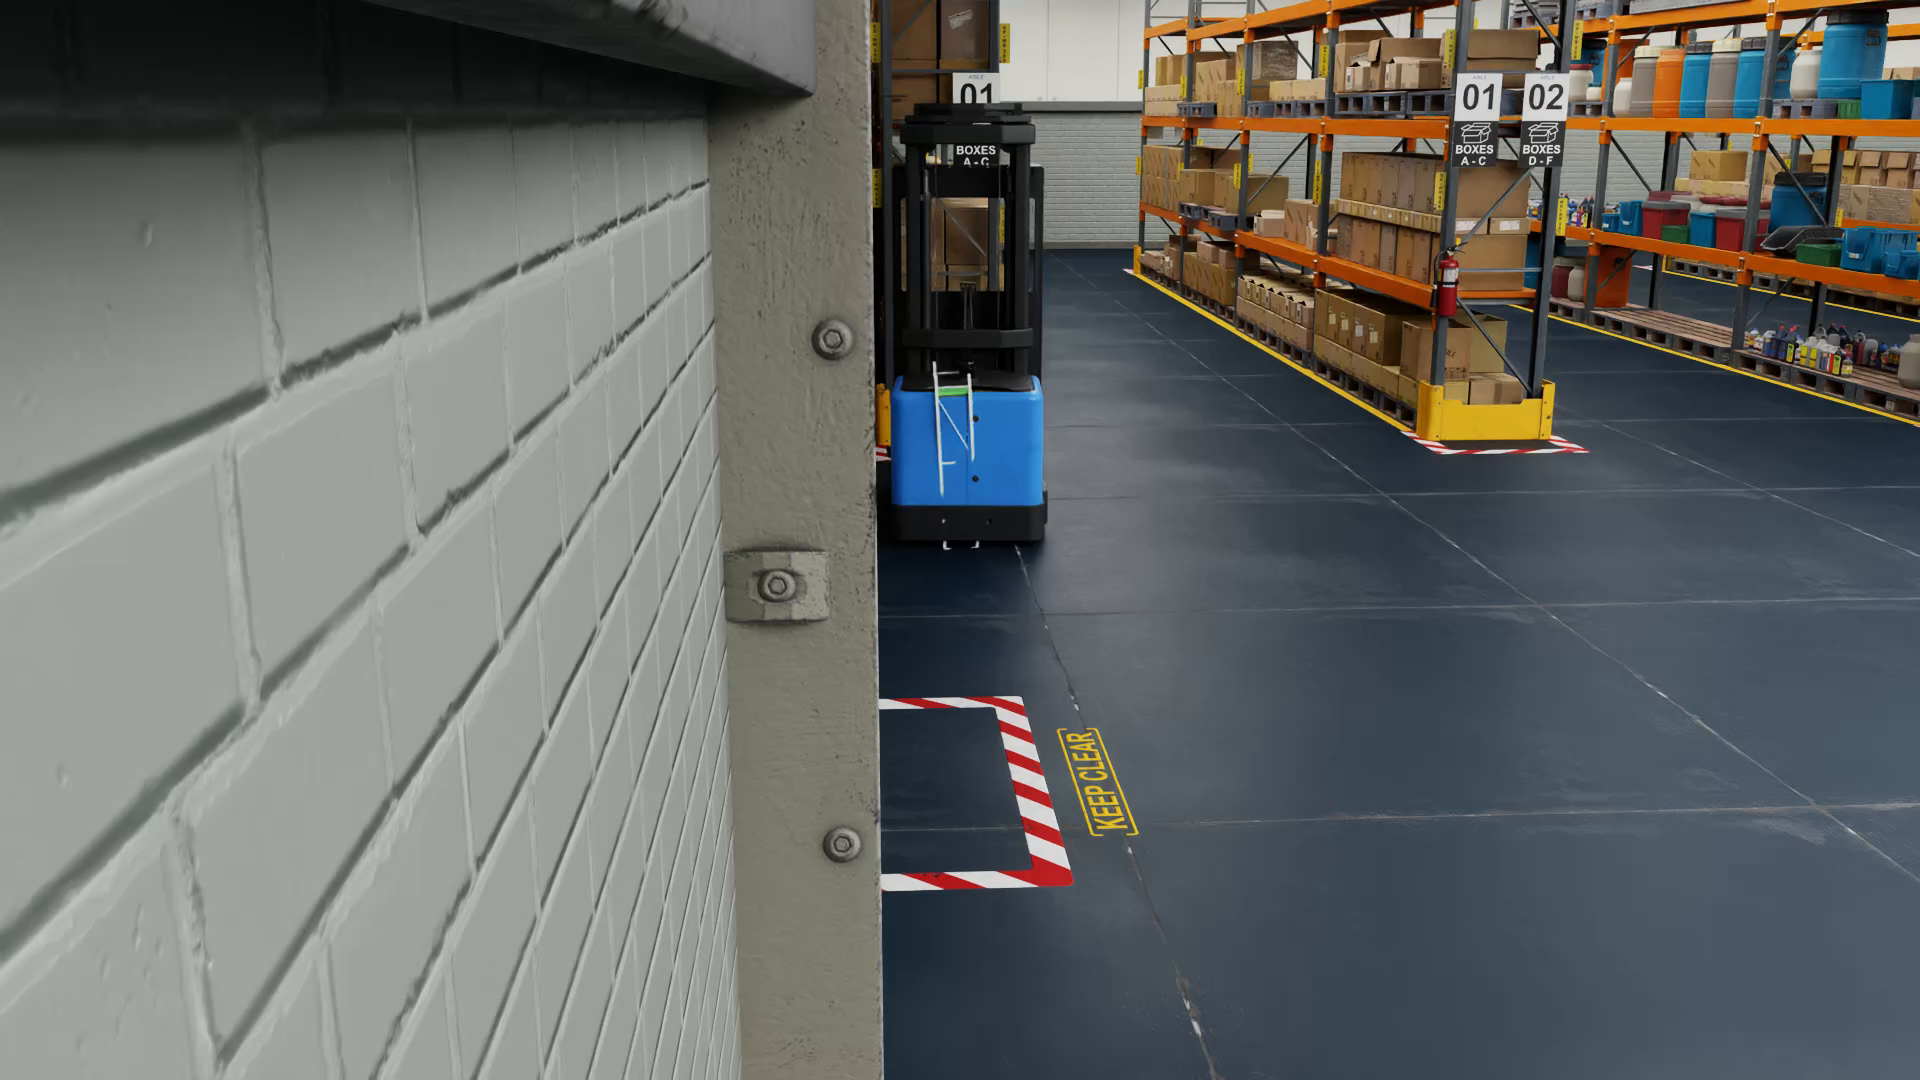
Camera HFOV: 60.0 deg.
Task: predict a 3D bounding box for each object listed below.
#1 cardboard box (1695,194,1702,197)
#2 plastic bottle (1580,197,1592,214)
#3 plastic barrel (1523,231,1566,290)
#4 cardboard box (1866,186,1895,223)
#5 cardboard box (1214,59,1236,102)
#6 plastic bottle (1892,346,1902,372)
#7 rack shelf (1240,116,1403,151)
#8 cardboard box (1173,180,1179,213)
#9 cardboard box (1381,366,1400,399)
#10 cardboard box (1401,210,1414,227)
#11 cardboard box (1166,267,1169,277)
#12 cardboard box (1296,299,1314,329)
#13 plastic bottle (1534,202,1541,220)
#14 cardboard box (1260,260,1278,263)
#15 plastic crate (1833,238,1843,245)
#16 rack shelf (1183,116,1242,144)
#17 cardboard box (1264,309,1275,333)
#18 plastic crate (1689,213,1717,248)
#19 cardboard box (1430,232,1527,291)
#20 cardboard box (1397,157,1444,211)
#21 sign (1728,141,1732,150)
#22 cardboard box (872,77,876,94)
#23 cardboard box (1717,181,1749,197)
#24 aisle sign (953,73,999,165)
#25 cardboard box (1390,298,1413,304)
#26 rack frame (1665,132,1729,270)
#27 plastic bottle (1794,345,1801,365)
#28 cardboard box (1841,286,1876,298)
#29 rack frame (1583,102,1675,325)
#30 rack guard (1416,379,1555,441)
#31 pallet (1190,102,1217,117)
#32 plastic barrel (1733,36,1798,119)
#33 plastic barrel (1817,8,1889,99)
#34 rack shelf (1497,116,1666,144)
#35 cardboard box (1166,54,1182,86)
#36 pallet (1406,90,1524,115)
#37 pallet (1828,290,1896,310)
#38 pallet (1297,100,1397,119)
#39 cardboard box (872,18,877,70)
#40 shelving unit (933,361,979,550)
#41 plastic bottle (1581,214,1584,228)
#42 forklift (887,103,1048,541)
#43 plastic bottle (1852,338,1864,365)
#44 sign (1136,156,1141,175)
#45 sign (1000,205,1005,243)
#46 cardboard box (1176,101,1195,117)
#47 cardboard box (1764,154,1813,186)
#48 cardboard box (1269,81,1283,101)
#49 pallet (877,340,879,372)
[{"bbox_3d":[13.417,-6.129,29.830,0.380,0.149,0.250,-1,14,-4],"label":"cardboard box"},{"bbox_3d":[9.286,-4.907,24.679,0.144,0.351,0.185,-1,14,-3],"label":"plastic bottle"},{"bbox_3d":[9.039,-4.340,25.743,0.600,0.901,0.708,-1,14,-3],"label":"plastic barrel"},{"bbox_3d":[13.831,-4.967,24.610,0.500,0.500,0.500,-1,14,-5],"label":"cardboard box"},{"bbox_3d":[4.077,-6.684,24.220,0.600,0.600,0.600,-1,15,-6],"label":"cardboard box"},{"bbox_3d":[9.899,-1.913,17.534,0.097,0.271,0.097,0,14,0],"label":"plastic bottle"},{"bbox_3d":[4.406,-5.001,20.368,1.077,0.370,4.000,-1,14,-3],"label":"rack shelf"},{"bbox_3d":[3.747,-5.558,26.907,0.500,0.500,0.500,-1,14,-3],"label":"cardboard box"},{"bbox_3d":[4.406,-1.529,16.126,0.500,0.250,0.500,-1,14,-3],"label":"cardboard box"},{"bbox_3d":[4.500,-3.116,16.114,0.380,0.149,0.250,0,14,-2],"label":"cardboard box"},{"bbox_3d":[3.633,-4.451,27.645,0.380,0.149,0.250,-1,14,-3],"label":"cardboard box"},{"bbox_3d":[4.218,-2.639,19.314,0.500,0.311,0.500,-1,14,-3],"label":"cardboard box"},{"bbox_3d":[8.684,-4.940,24.964,0.097,0.271,0.097,0,14,0],"label":"plastic bottle"},{"bbox_3d":[4.437,-3.899,24.794,0.500,0.500,0.500,-1,14,-5],"label":"cardboard box"},{"bbox_3d":[9.813,-3.132,17.978,0.499,0.251,0.616,-1,14,-3],"label":"plastic crate"},{"bbox_3d":[4.158,-5.996,24.234,1.077,0.370,4.000,-1,14,-3],"label":"rack shelf"},{"bbox_3d":[4.123,-2.750,20.868,0.500,0.250,0.500,-1,14,-2],"label":"cardboard box"},{"bbox_3d":[9.095,-3.737,20.062,0.392,0.384,0.575,-1,14,-3],"label":"plastic crate"},{"bbox_3d":[4.761,-2.569,15.292,0.700,0.500,0.500,-1,14,-3],"label":"cardboard box"},{"bbox_3d":[4.688,-3.467,16.177,0.700,0.500,0.500,-1,14,-3],"label":"cardboard box"},{"bbox_3d":[14.216,-7.216,30.754,0.100,0.325,0.005,-1,14,-3],"label":"sign"},{"bbox_3d":[-0.674,-5.505,20.637,0.797,0.503,0.637,1,14,4],"label":"cardboard box"},{"bbox_3d":[13.538,-6.100,28.918,0.500,0.250,0.500,-1,14,-5],"label":"cardboard box"},{"bbox_3d":[0.137,-3.573,14.176,0.394,0.787,0.004,-1,14,-3],"label":"aisle sign"},{"bbox_3d":[4.831,-2.274,17.514,0.500,0.500,0.500,-1,14,-3],"label":"cardboard box"},{"bbox_3d":[13.674,-6.536,30.909,1.000,3.000,0.127,-1,14,-3],"label":"rack frame"},{"bbox_3d":[9.115,-2.008,18.044,0.097,0.201,0.097,0,14,0],"label":"plastic bottle"},{"bbox_3d":[14.100,-4.114,24.919,1.225,0.875,0.875,-1,14,-3],"label":"cardboard box"},{"bbox_3d":[9.226,-4.470,22.879,1.000,3.000,0.127,-1,14,-3],"label":"rack frame"},{"bbox_3d":[4.779,-1.188,15.141,1.175,0.500,0.348,-1,14,-3],"label":"rack guard"},{"bbox_3d":[4.072,-6.330,24.465,1.213,0.211,1.003,-1,14,-3],"label":"pallet"},{"bbox_3d":[9.226,-5.294,19.055,0.600,0.901,0.708,-1,14,-3],"label":"plastic barrel"},{"bbox_3d":[9.429,-5.125,17.556,0.600,0.901,0.708,-1,14,-3],"label":"plastic barrel"},{"bbox_3d":[9.102,-6.072,24.528,1.077,0.370,4.000,-1,14,-3],"label":"rack shelf"},{"bbox_3d":[3.856,-7.868,27.858,0.700,0.500,0.500,-1,14,-3],"label":"cardboard box"},{"bbox_3d":[4.760,-3.991,15.175,1.003,0.211,1.213,-1,14,-3],"label":"pallet"},{"bbox_3d":[14.123,-3.696,25.467,1.003,0.211,1.213,-1,14,-3],"label":"pallet"},{"bbox_3d":[4.462,-4.979,19.221,0.805,0.209,1.217,-1,15,-6],"label":"pallet"},{"bbox_3d":[-0.669,-5.191,17.414,0.500,0.500,0.500,-1,14,-2],"label":"cardboard box"},{"bbox_3d":[-0.030,-0.583,11.332,0.258,1.200,0.503,-3,17,-1],"label":"shelving unit"},{"bbox_3d":[8.786,-4.497,23.382,0.097,0.201,0.097,0,14,0],"label":"plastic bottle"},{"bbox_3d":[0.058,-1.722,12.335,1.130,2.935,3.031,0,14,0],"label":"forklift"},{"bbox_3d":[9.733,-2.047,18.029,0.061,0.283,0.133,-1,14,-3],"label":"plastic bottle"},{"bbox_3d":[3.245,-6.795,30.178,0.100,0.325,0.005,-1,14,-3],"label":"sign"},{"bbox_3d":[0.375,-2.755,14.477,0.100,0.325,0.005,-1,14,-3],"label":"sign"},{"bbox_3d":[3.738,-6.886,26.551,0.500,0.250,0.500,-1,14,-3],"label":"cardboard box"},{"bbox_3d":[13.626,-6.086,27.359,0.500,0.500,0.500,0,14,-2],"label":"cardboard box"},{"bbox_3d":[4.366,-5.866,21.743,0.500,0.250,0.500,-2,15,-8],"label":"cardboard box"},{"bbox_3d":[-0.464,-2.165,19.518,1.003,0.211,1.213,-1,14,-3],"label":"pallet"}]
